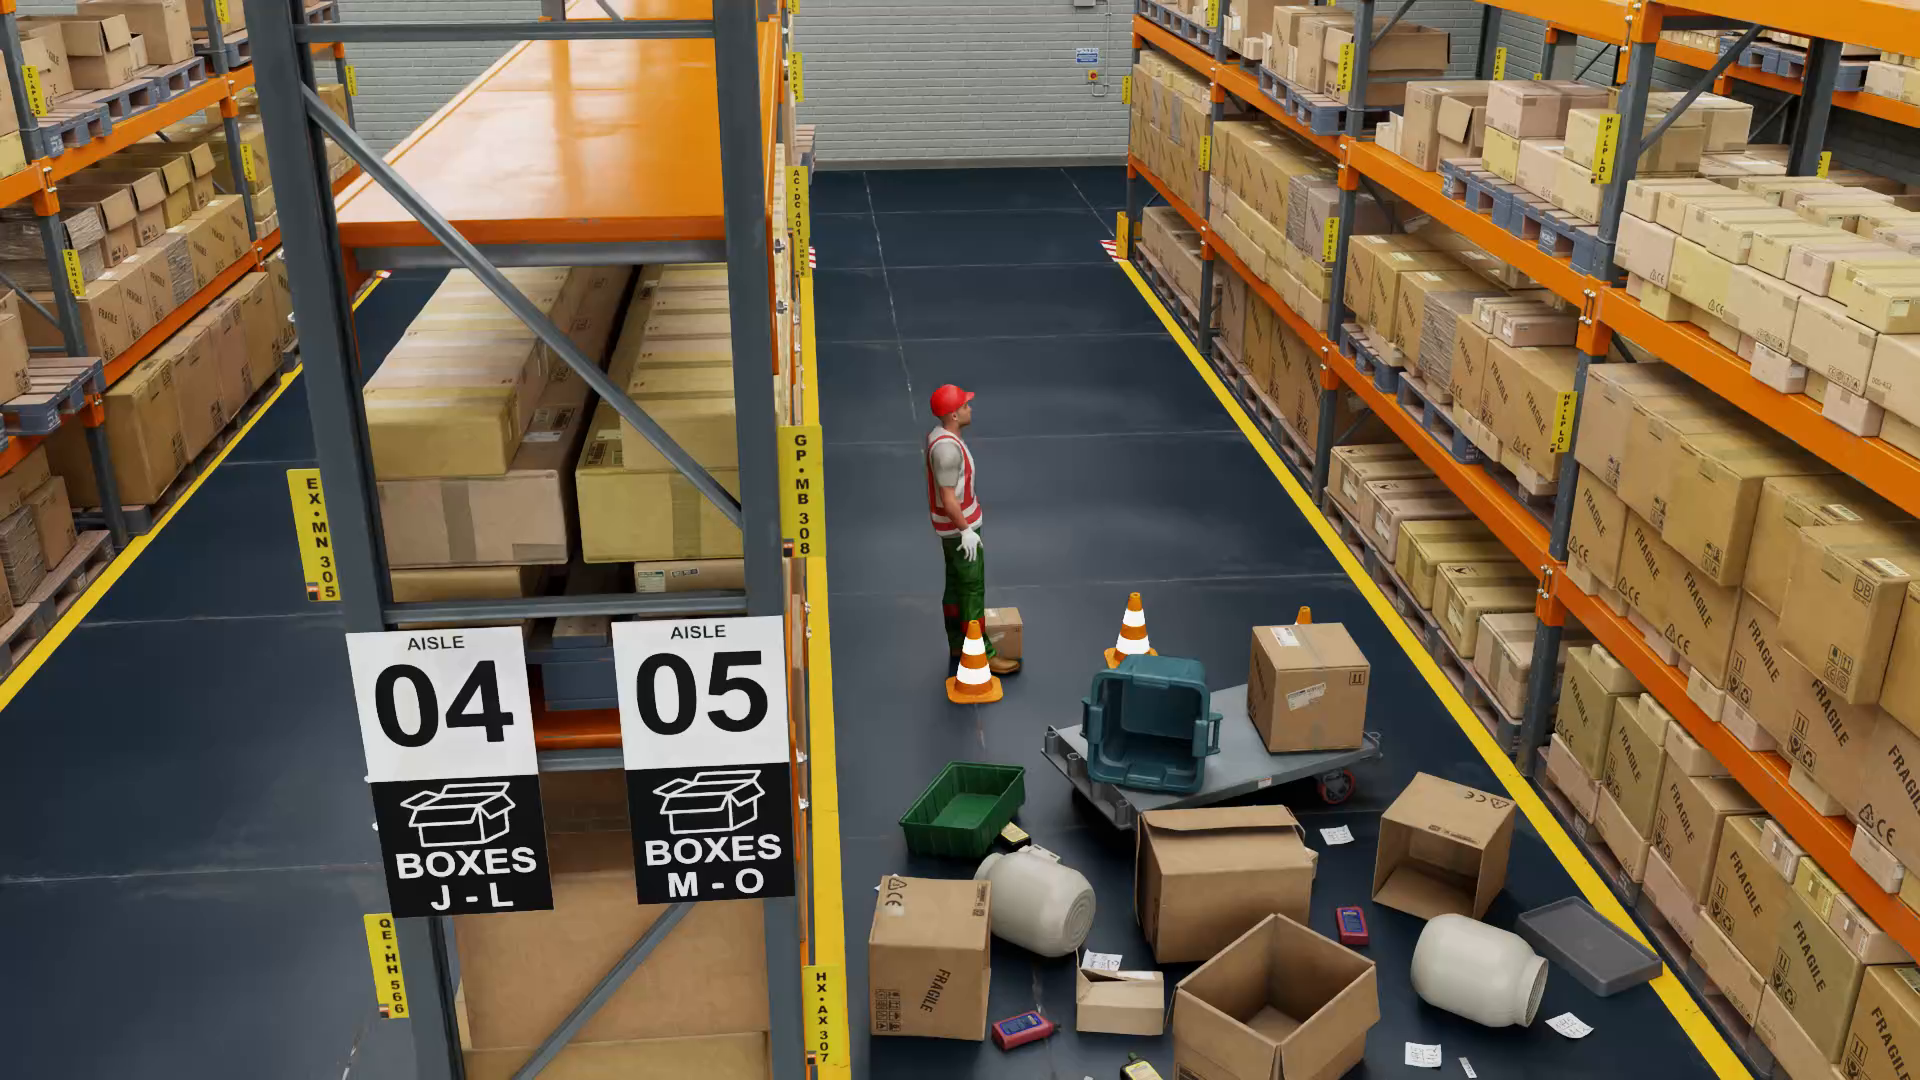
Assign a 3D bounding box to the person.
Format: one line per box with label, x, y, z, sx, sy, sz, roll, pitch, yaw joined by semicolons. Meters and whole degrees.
person;0.069;-0.091;10.254;0.564;1.788;0.637;-2;24;-5
